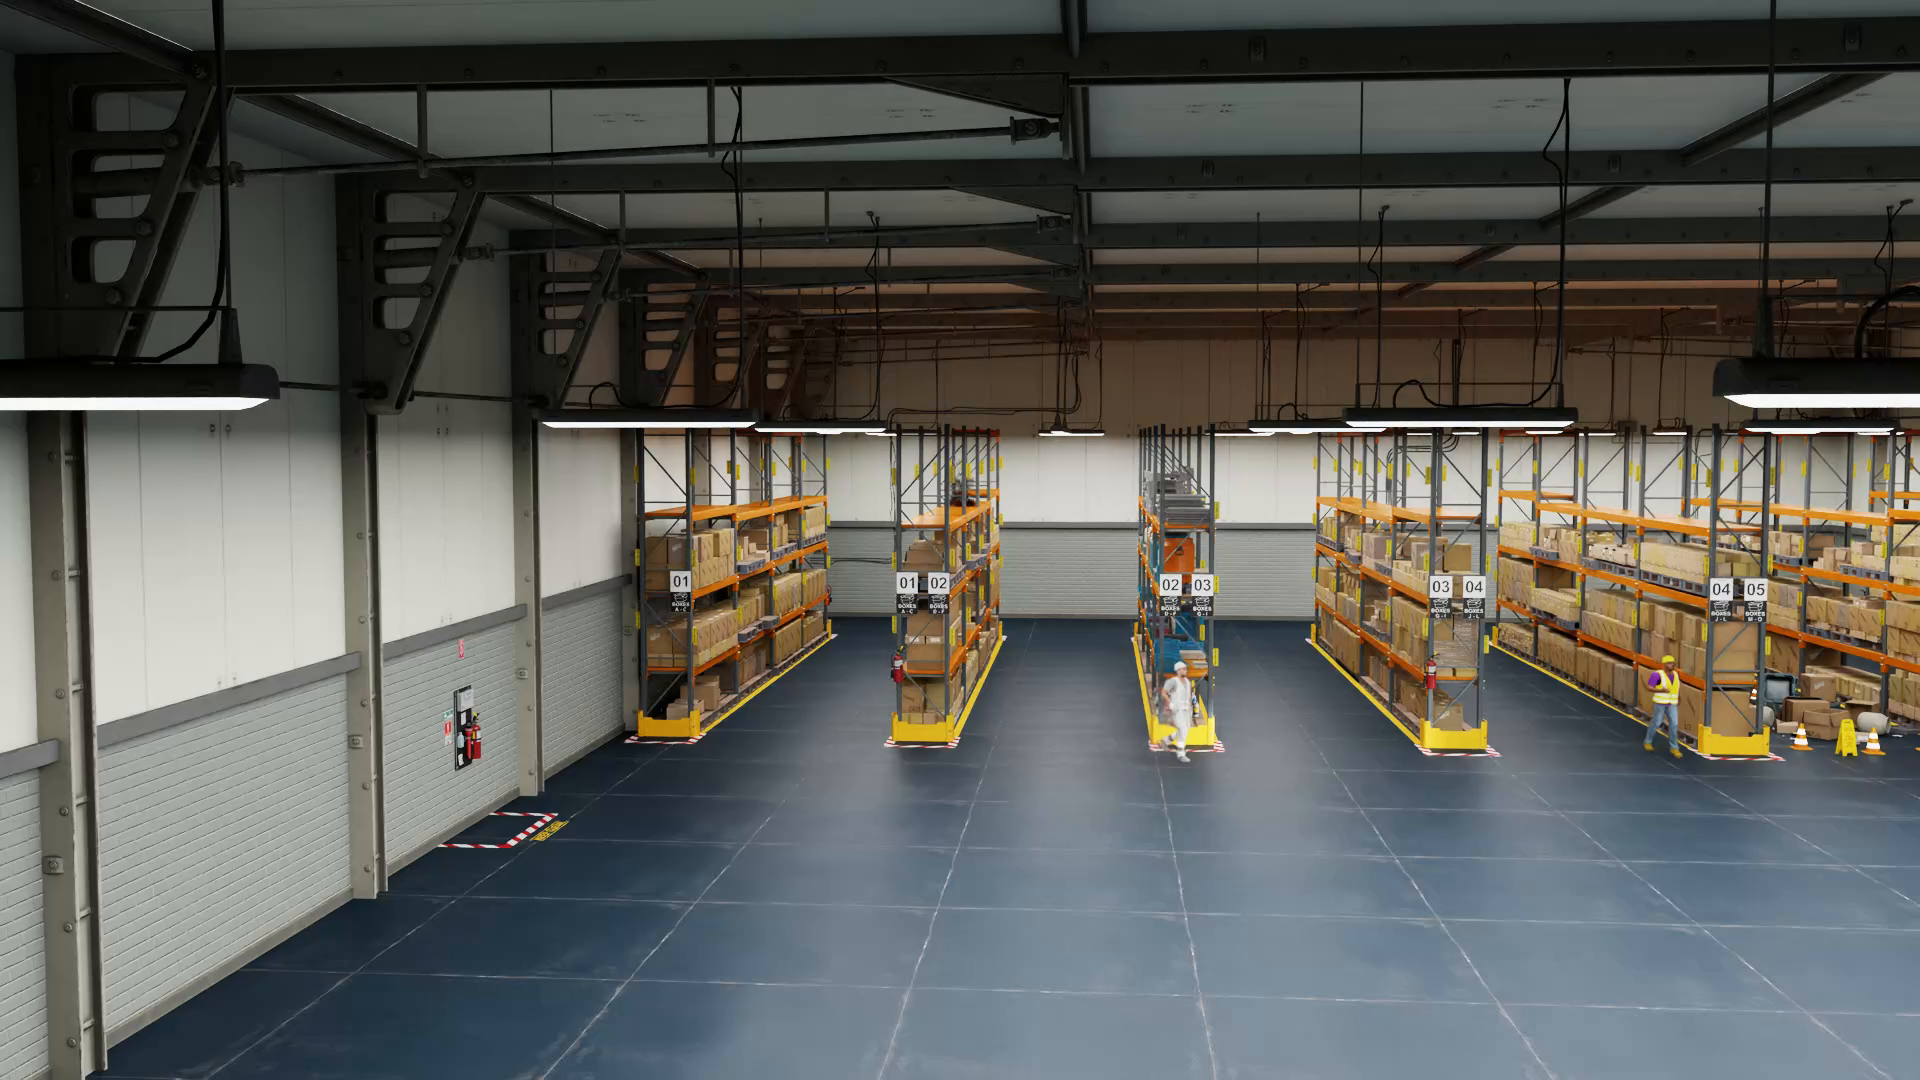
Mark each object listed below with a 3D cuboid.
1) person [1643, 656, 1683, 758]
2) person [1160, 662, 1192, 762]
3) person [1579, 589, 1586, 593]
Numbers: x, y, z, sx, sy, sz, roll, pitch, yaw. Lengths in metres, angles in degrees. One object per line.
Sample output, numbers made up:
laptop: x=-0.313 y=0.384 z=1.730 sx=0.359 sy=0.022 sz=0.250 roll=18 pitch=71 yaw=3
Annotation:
person: x=12.771 y=2.981 z=30.077 sx=0.698 sy=1.790 sz=0.830 roll=0 pitch=3 yaw=-7
person: x=3.887 y=3.049 z=29.697 sx=0.684 sy=1.761 sz=0.686 roll=-3 pitch=5 yaw=-43
person: x=16.758 y=2.122 z=44.876 sx=0.699 sy=1.736 sz=0.619 roll=0 pitch=3 yaw=-1
